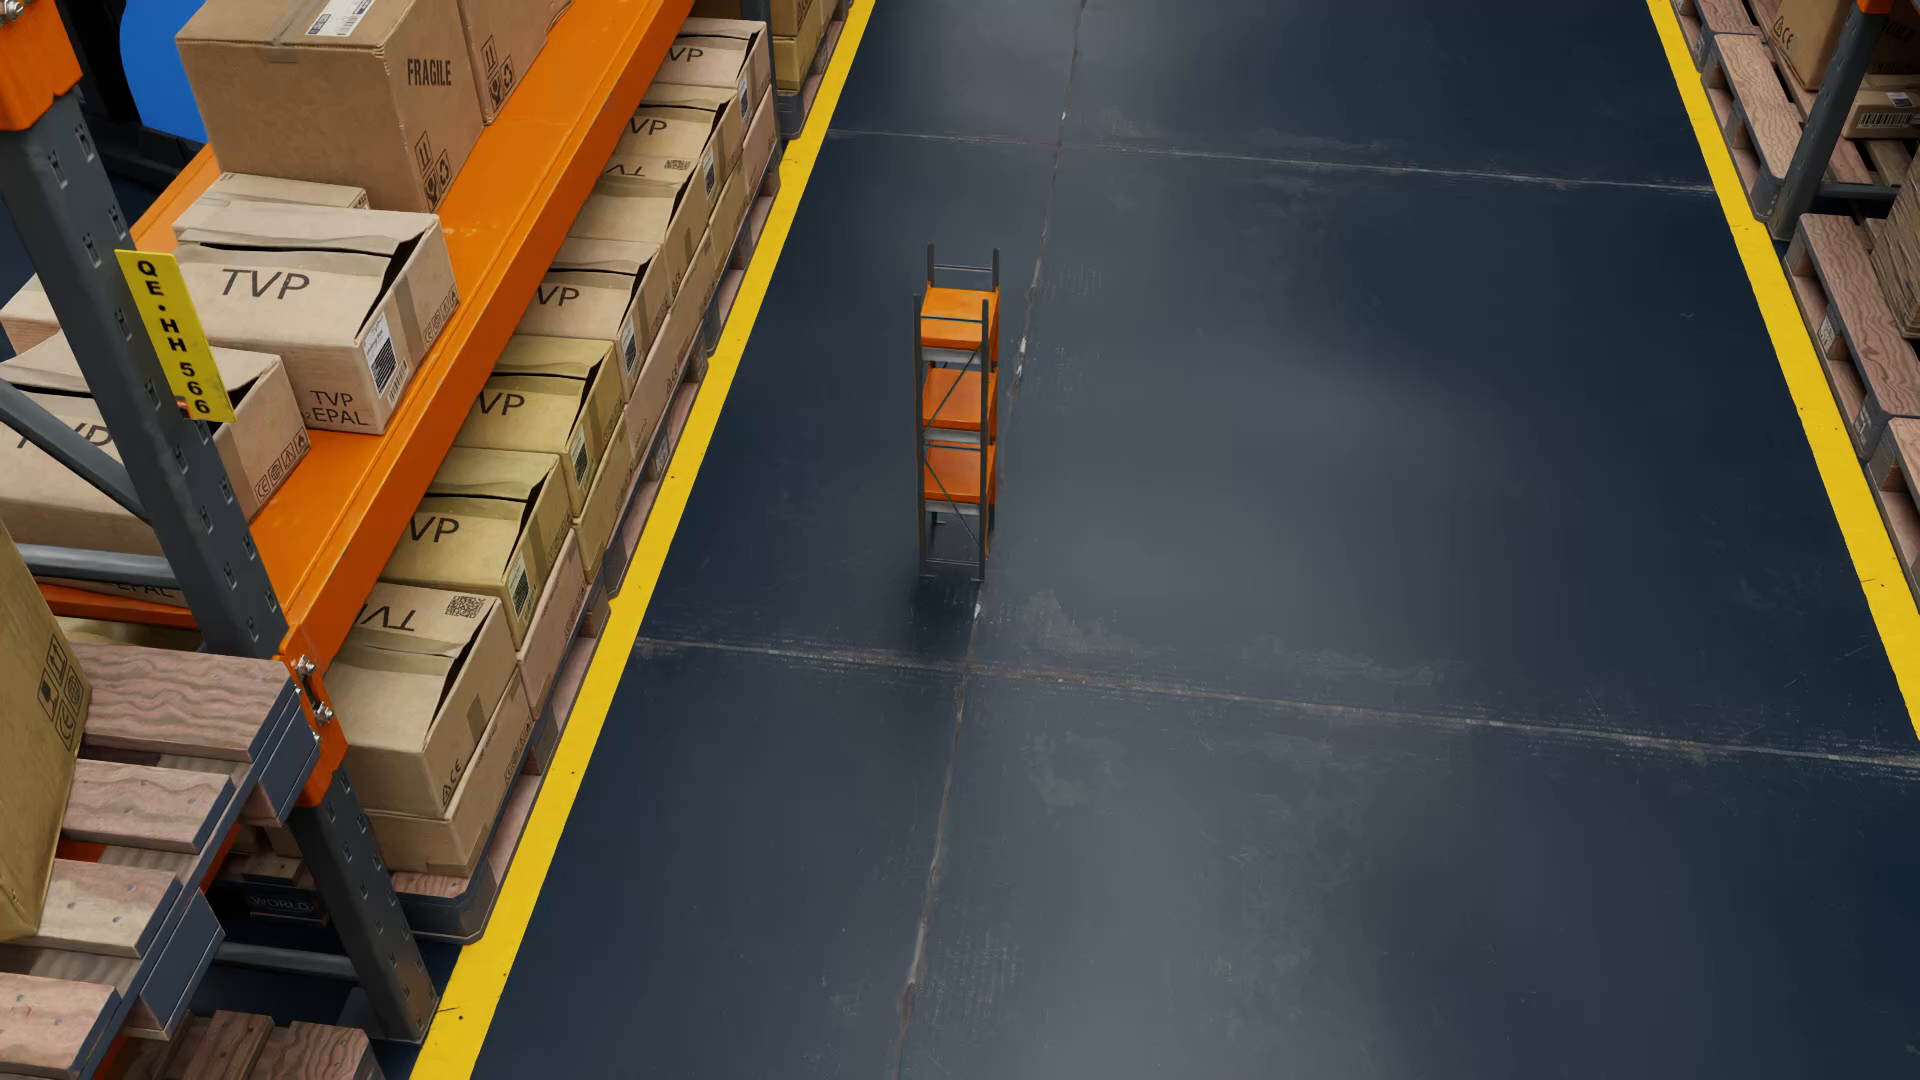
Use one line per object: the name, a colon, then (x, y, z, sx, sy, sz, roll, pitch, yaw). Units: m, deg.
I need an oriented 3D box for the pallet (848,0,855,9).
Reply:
pallet: (-0.938, -3.052, 8.320, 1.003, 0.211, 1.213, 5, 44, 6)

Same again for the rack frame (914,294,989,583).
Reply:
rack frame: (-0.023, -0.262, 4.763, 0.200, 1.050, 0.008, 5, 44, 6)

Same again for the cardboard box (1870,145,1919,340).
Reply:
cardboard box: (3.587, -0.994, 5.616, 0.700, 0.500, 0.500, 7, 44, 7)

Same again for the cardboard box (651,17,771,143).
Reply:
cardboard box: (-1.012, -1.748, 6.201, 0.500, 0.311, 0.500, 5, 44, 6)

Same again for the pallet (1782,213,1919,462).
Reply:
pallet: (3.566, -0.701, 5.837, 1.003, 0.211, 1.213, 5, 44, 6)

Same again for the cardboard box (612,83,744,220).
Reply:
cardboard box: (-1.075, -1.393, 5.826, 0.500, 0.311, 0.500, 6, 44, 7)

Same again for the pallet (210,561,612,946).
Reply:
pallet: (-1.624, 0.489, 4.580, 1.003, 0.211, 1.213, 5, 44, 6)

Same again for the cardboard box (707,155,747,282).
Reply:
cardboard box: (-1.079, -1.193, 6.023, 0.500, 0.250, 0.500, 5, 44, 5)

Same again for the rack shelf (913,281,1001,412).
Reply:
rack shelf: (-0.007, -0.543, 4.663, 0.215, 0.259, 0.240, 5, 44, 6)

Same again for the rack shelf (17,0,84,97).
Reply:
rack shelf: (-1.508, -2.157, 3.688, 1.077, 0.370, 4.000, 5, 44, 6)

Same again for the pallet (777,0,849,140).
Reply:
pallet: (-1.096, -2.218, 7.439, 1.003, 0.211, 1.213, 5, 44, 6)

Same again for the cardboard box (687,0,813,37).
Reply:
cardboard box: (-0.871, -2.406, 6.759, 0.500, 0.500, 0.500, 5, 44, 6)

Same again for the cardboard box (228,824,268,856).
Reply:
cardboard box: (-1.944, 0.499, 4.236, 0.500, 0.250, 0.500, 6, 44, 7)

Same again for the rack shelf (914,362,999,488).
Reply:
rack shelf: (-0.007, -0.337, 4.858, 0.215, 0.259, 0.240, 5, 44, 6)

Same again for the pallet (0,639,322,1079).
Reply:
pallet: (-1.792, 0.572, 2.604, 1.213, 0.211, 1.003, 5, 44, 6)

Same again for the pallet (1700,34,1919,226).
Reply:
pallet: (3.721, -1.693, 6.885, 1.003, 0.211, 1.213, 5, 44, 6)

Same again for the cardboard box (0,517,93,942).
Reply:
cardboard box: (-1.743, 0.284, 2.390, 0.700, 0.500, 0.500, -8, 44, -9)

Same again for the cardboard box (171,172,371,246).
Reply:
cardboard box: (-1.659, -0.749, 4.042, 0.380, 0.149, 0.250, 8, 44, 9)

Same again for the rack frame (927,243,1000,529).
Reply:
rack frame: (0.009, -0.428, 4.938, 0.200, 1.050, 0.008, 5, 44, 6)

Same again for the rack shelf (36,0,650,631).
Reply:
rack shelf: (-1.508, -1.139, 4.652, 0.919, 0.124, 3.809, 5, 44, 6)

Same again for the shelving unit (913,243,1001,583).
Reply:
shelving unit: (-0.007, -0.345, 4.851, 0.215, 1.050, 0.252, 5, 44, 6)

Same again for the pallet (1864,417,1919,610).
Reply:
pallet: (3.407, 0.132, 4.957, 1.003, 0.211, 1.213, 5, 44, 6)

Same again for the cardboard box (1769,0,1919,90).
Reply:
cardboard box: (3.765, -2.208, 6.898, 0.500, 0.500, 0.500, 2, 43, 2)

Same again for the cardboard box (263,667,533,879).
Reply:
cardboard box: (-1.412, 0.549, 4.183, 0.500, 0.250, 0.500, 5, 44, 5)

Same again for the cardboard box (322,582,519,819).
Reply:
cardboard box: (-1.412, 0.346, 3.990, 0.500, 0.311, 0.500, 7, 44, 7)

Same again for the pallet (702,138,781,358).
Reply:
pallet: (-1.302, -1.174, 6.337, 1.003, 0.211, 1.213, 5, 44, 6)

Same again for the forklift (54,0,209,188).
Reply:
forklift: (-3.380, -2.912, 6.194, 3.031, 2.935, 1.130, 19, 47, 19)

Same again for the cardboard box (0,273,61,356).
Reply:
cardboard box: (-1.927, -0.513, 3.793, 0.380, 0.149, 0.250, 5, 44, 6)

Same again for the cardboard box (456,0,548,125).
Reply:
cardboard box: (-1.497, -1.506, 4.587, 0.500, 0.500, 0.500, 5, 44, 6)

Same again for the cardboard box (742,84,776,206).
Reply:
cardboard box: (-1.011, -1.538, 6.387, 0.500, 0.250, 0.500, 5, 44, 5)

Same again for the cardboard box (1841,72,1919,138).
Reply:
cardboard box: (3.709, -1.743, 6.650, 0.380, 0.166, 0.250, 0, 43, 0)

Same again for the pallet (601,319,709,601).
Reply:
pallet: (-1.461, -0.340, 5.456, 1.003, 0.211, 1.213, 5, 44, 6)

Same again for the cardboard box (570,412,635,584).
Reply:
cardboard box: (-1.283, -0.148, 4.919, 0.500, 0.250, 0.500, 4, 44, 4)

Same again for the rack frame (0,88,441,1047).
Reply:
rack frame: (-1.772, 0.034, 3.033, 1.000, 3.000, 0.127, 5, 44, 6)

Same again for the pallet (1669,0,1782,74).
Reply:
pallet: (3.880, -2.527, 7.765, 1.003, 0.211, 1.213, 5, 44, 6)

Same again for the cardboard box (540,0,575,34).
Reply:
cardboard box: (-1.430, -1.848, 4.947, 0.500, 0.500, 0.500, 8, 44, 9)

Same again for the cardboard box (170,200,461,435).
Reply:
cardboard box: (-1.462, -0.526, 3.689, 0.500, 0.311, 0.500, 5, 44, 5)

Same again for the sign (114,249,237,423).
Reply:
sign: (-1.233, -0.315, 2.617, 0.100, 0.325, 0.005, 5, 44, 6)

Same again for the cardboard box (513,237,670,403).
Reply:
cardboard box: (-1.213, -0.711, 5.106, 0.500, 0.311, 0.500, 5, 44, 5)

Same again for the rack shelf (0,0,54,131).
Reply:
rack shelf: (-2.036, 0.569, 0.809, 1.077, 0.370, 4.000, 5, 44, 6)

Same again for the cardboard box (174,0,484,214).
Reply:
cardboard box: (-1.566, -1.148, 4.208, 0.500, 0.500, 0.500, 3, 44, 3)

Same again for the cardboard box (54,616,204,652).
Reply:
cardboard box: (-1.947, 0.297, 4.042, 0.500, 0.311, 0.500, 6, 44, 7)

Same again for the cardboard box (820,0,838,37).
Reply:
cardboard box: (-0.810, -2.475, 7.377, 0.500, 0.250, 0.500, 5, 44, 6)

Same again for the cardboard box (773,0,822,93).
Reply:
cardboard box: (-0.881, -2.135, 7.018, 0.500, 0.250, 0.500, 5, 44, 6)

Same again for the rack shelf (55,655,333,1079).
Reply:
rack shelf: (-2.036, 1.658, 1.841, 1.077, 0.370, 4.000, 5, 44, 6)

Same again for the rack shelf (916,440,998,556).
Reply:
rack shelf: (-0.007, -0.135, 5.049, 0.215, 0.259, 0.240, 5, 44, 6)

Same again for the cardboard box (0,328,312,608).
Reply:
cardboard box: (-1.681, -0.178, 3.321, 0.500, 0.311, 0.500, 8, 44, 8)
